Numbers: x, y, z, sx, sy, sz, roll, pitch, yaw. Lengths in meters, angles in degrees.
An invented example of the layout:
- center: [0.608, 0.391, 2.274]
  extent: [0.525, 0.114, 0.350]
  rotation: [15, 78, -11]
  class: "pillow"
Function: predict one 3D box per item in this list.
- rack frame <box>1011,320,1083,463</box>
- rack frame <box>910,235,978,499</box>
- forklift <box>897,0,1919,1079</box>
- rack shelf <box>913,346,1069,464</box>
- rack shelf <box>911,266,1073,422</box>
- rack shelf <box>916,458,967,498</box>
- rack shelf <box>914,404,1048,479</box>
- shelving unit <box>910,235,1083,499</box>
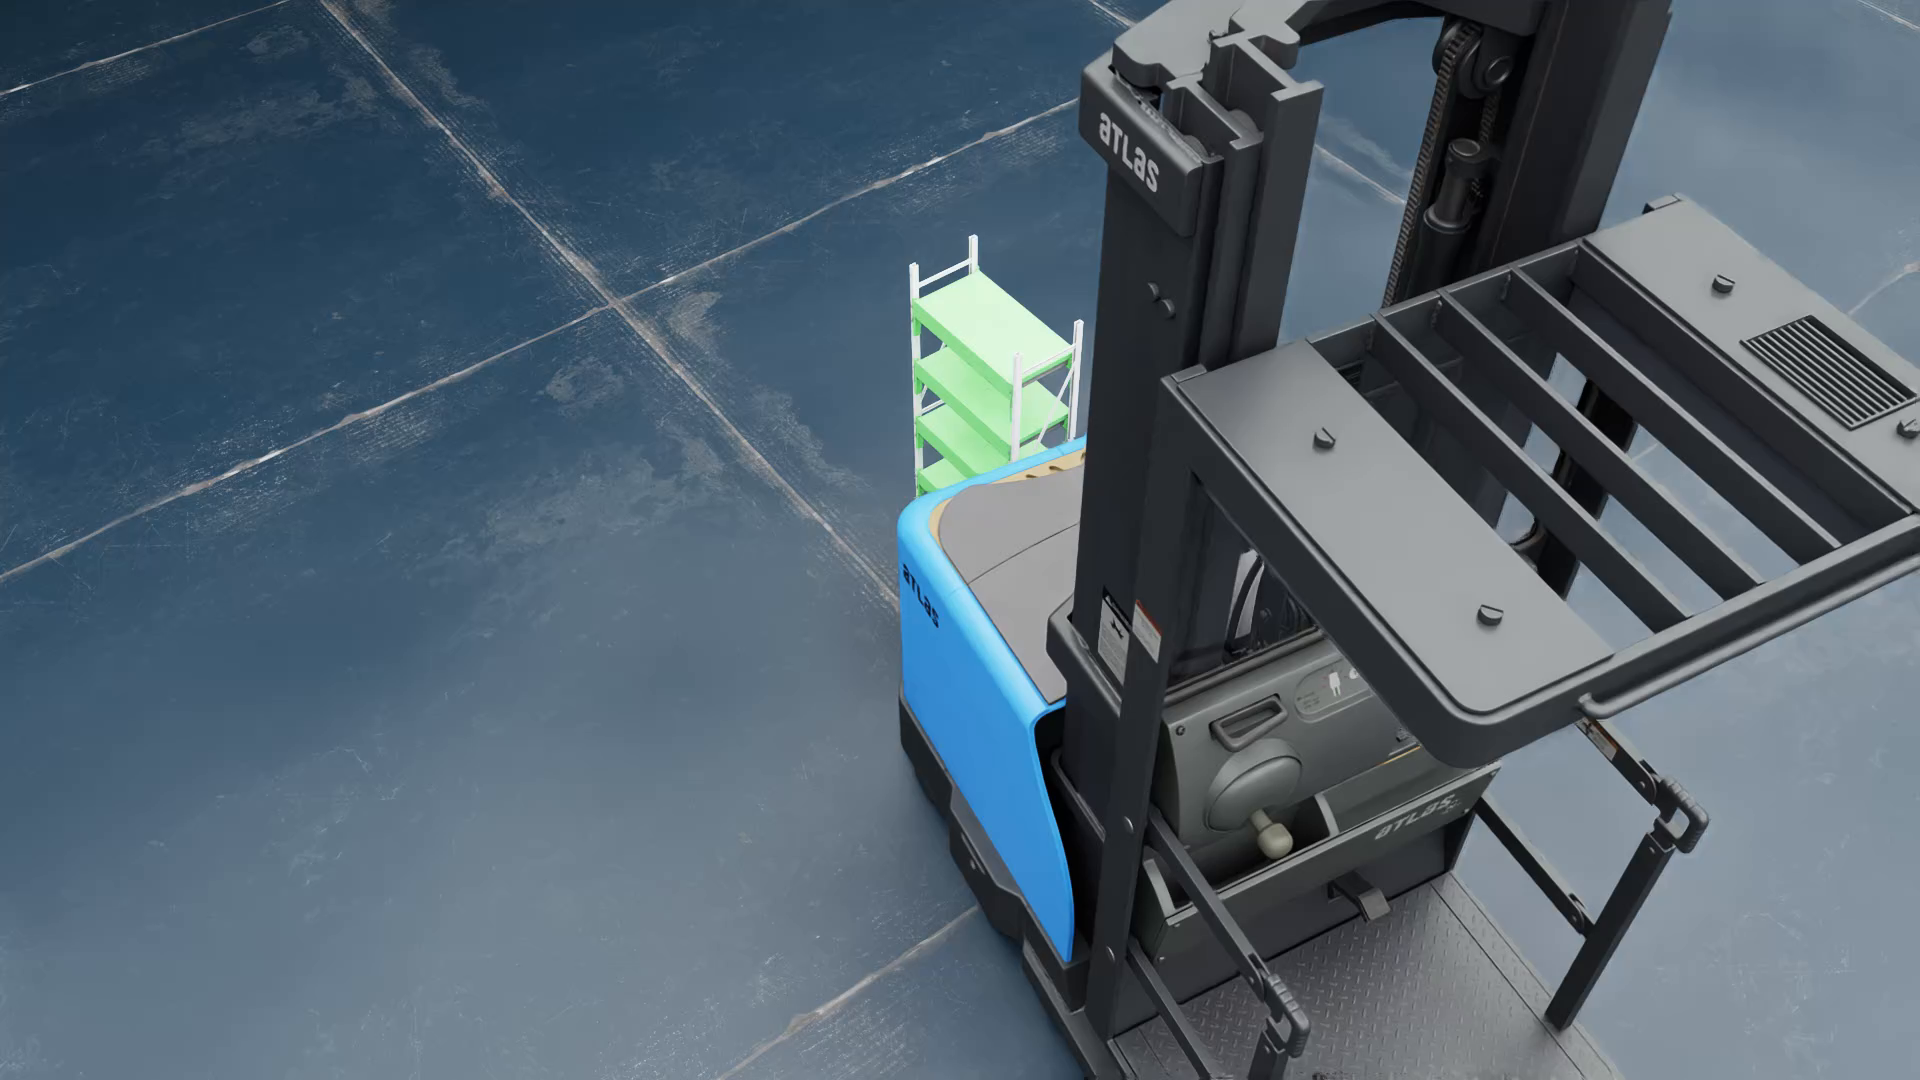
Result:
- center: [0.248, -0.162, 5.087]
  extent: [0.240, 1.200, 0.015]
  rotation: [-29, 54, -24]
  class: "rack frame"
- center: [-0.048, -0.449, 5.347]
  extent: [0.240, 1.200, 0.015]
  rotation: [-29, 54, -24]
  class: "rack frame"
- center: [0.937, 0.454, 3.360]
  extent: [1.130, 2.935, 3.031]
  rotation: [-21, 51, -18]
  class: "forklift"
- center: [0.100, -0.424, 5.087]
  extent: [0.258, 0.148, 0.480]
  rotation: [-29, 54, -24]
  class: "rack shelf"
- center: [0.100, -0.585, 4.909]
  extent: [0.258, 0.148, 0.480]
  rotation: [-29, 54, -24]
  class: "rack shelf"
- center: [0.100, -0.101, 5.442]
  extent: [0.258, 0.148, 0.480]
  rotation: [-29, 54, -24]
  class: "rack shelf"
- center: [0.100, -0.262, 5.264]
  extent: [0.258, 0.148, 0.480]
  rotation: [-29, 54, -24]
  class: "rack shelf"
- center: [0.100, -0.305, 5.217]
  extent: [0.258, 1.200, 0.503]
  rotation: [-29, 54, -24]
  class: "shelving unit"
